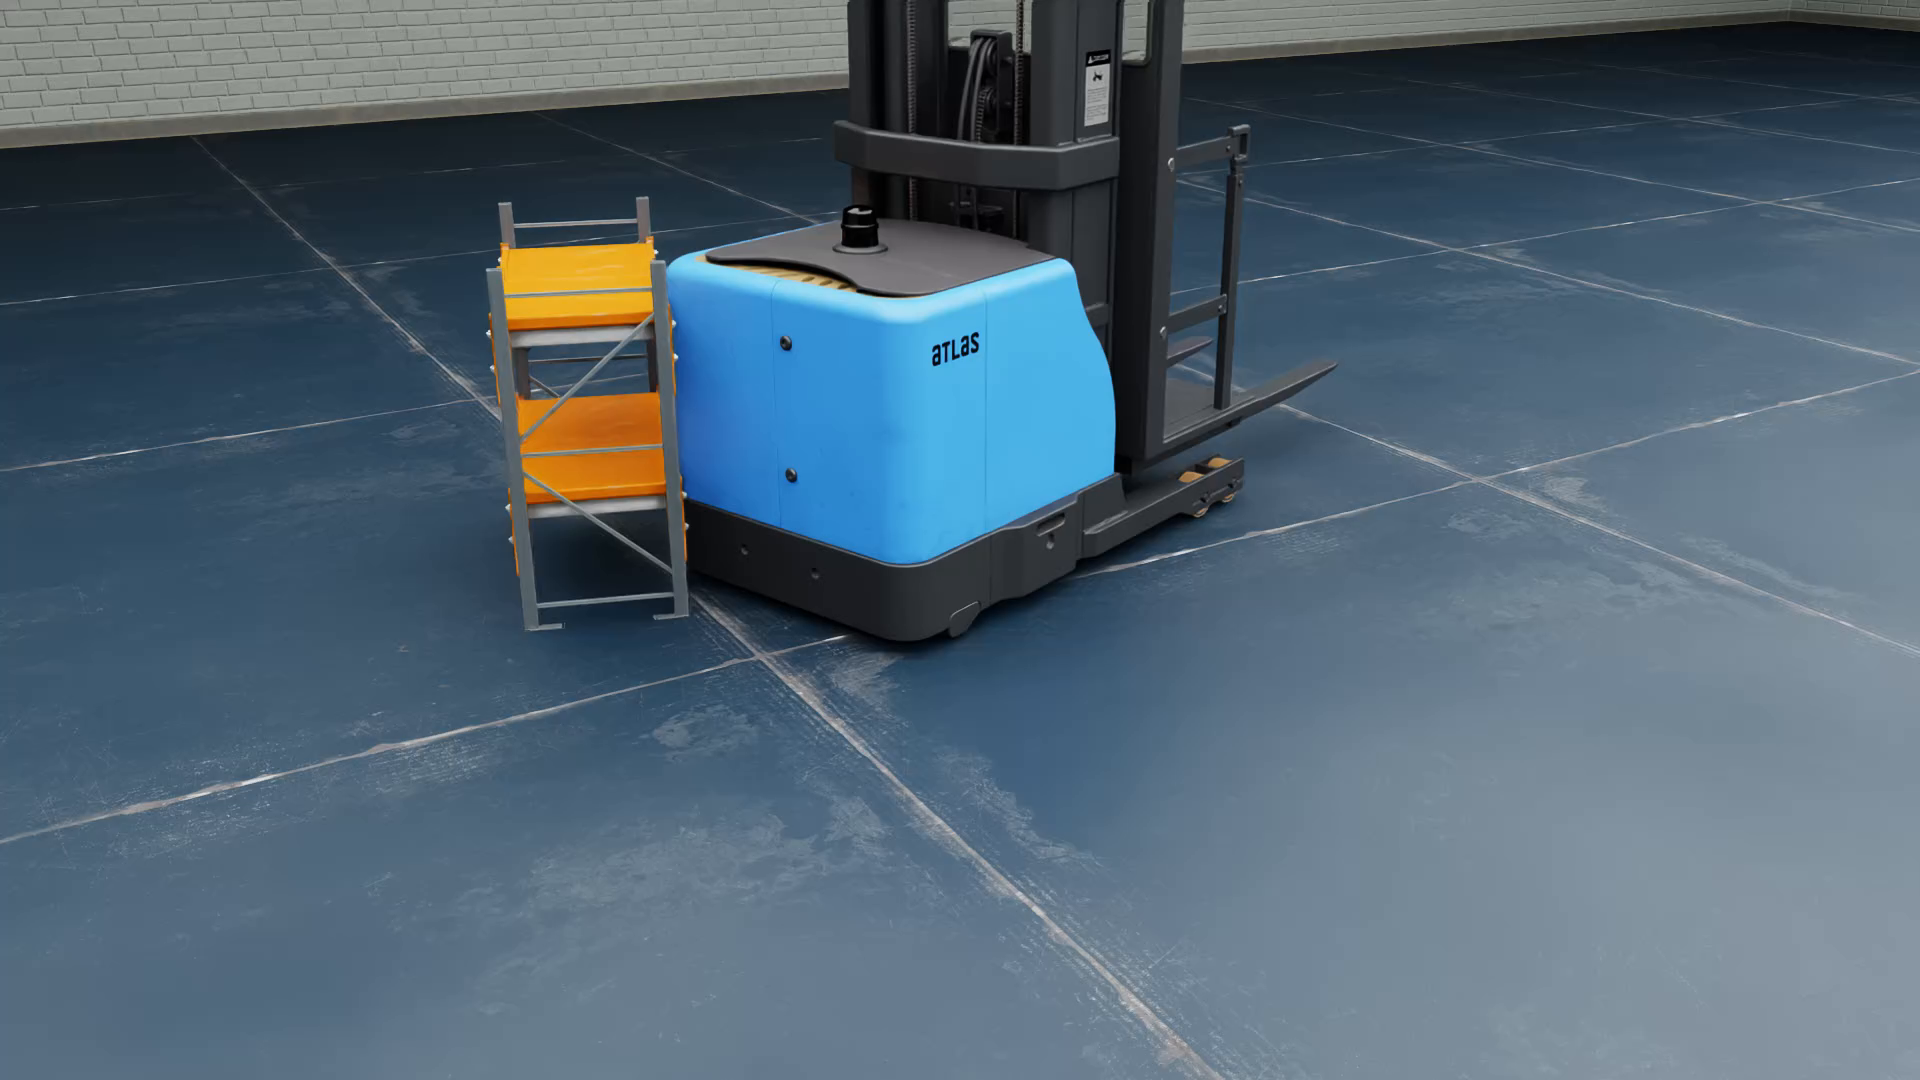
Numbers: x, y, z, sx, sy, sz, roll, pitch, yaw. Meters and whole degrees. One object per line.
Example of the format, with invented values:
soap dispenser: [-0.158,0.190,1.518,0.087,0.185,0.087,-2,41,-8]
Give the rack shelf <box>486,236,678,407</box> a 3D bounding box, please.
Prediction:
rack shelf: [-1.206,-0.721,5.314,0.538,0.278,1.000,-5,23,-12]

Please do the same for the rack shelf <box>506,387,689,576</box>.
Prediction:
rack shelf: [-1.206,-0.223,5.516,0.538,0.278,1.000,-5,23,-12]

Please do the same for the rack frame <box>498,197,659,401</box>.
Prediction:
rack frame: [-1.316,-0.637,5.884,0.500,1.125,0.032,-5,23,-12]

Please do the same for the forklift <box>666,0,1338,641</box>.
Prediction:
forklift: [0.399,-1.544,5.717,1.130,2.935,3.031,17,28,36]

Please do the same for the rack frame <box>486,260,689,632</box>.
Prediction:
rack frame: [-1.096,-0.263,4.965,0.500,1.125,0.032,-5,23,-12]

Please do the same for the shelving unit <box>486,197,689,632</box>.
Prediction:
shelving unit: [-1.206,-0.450,5.424,0.538,1.125,1.048,-5,23,-12]
